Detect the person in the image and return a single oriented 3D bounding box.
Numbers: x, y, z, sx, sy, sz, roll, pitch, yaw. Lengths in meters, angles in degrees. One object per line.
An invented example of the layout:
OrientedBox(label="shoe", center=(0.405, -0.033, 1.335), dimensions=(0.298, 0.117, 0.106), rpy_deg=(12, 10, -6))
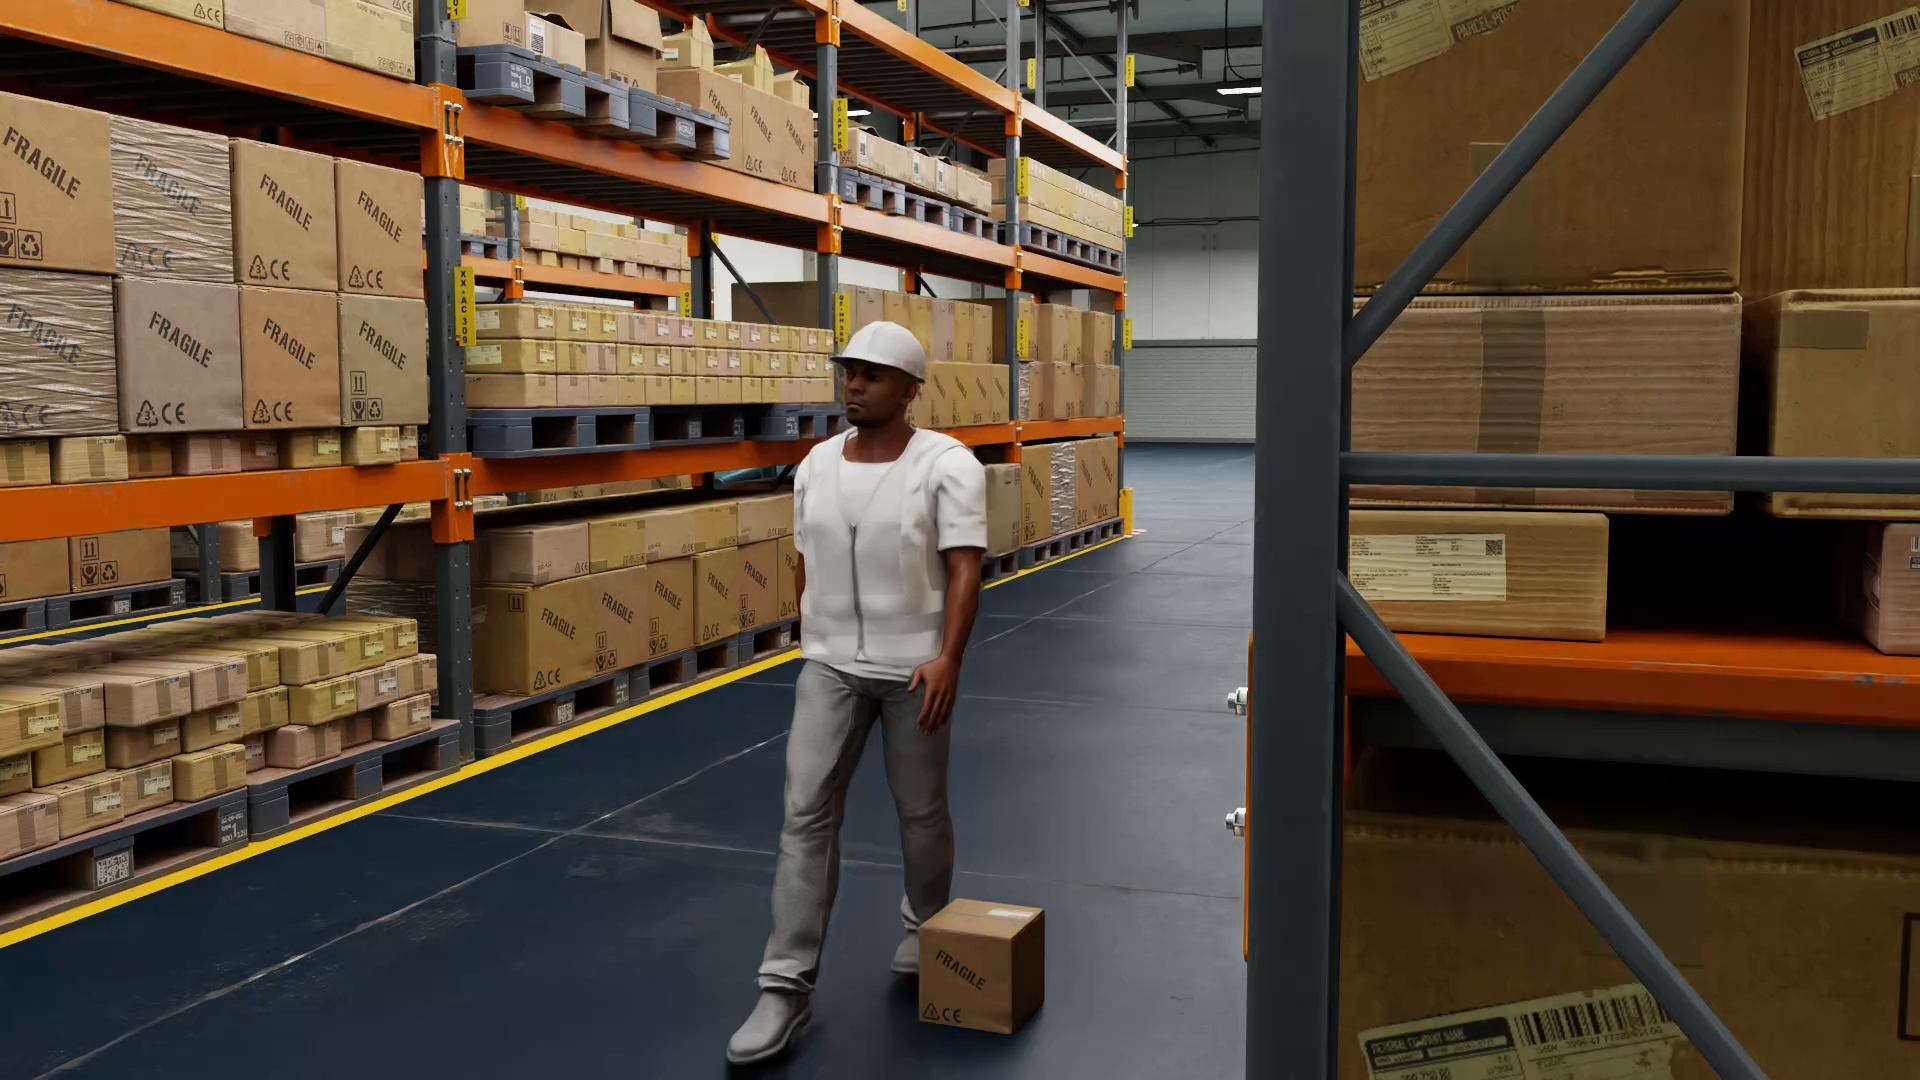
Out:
OrientedBox(label="person", center=(-0.230, 0.320, 4.157), dimensions=(0.568, 1.733, 0.920), rpy_deg=(1, 5, 16))
